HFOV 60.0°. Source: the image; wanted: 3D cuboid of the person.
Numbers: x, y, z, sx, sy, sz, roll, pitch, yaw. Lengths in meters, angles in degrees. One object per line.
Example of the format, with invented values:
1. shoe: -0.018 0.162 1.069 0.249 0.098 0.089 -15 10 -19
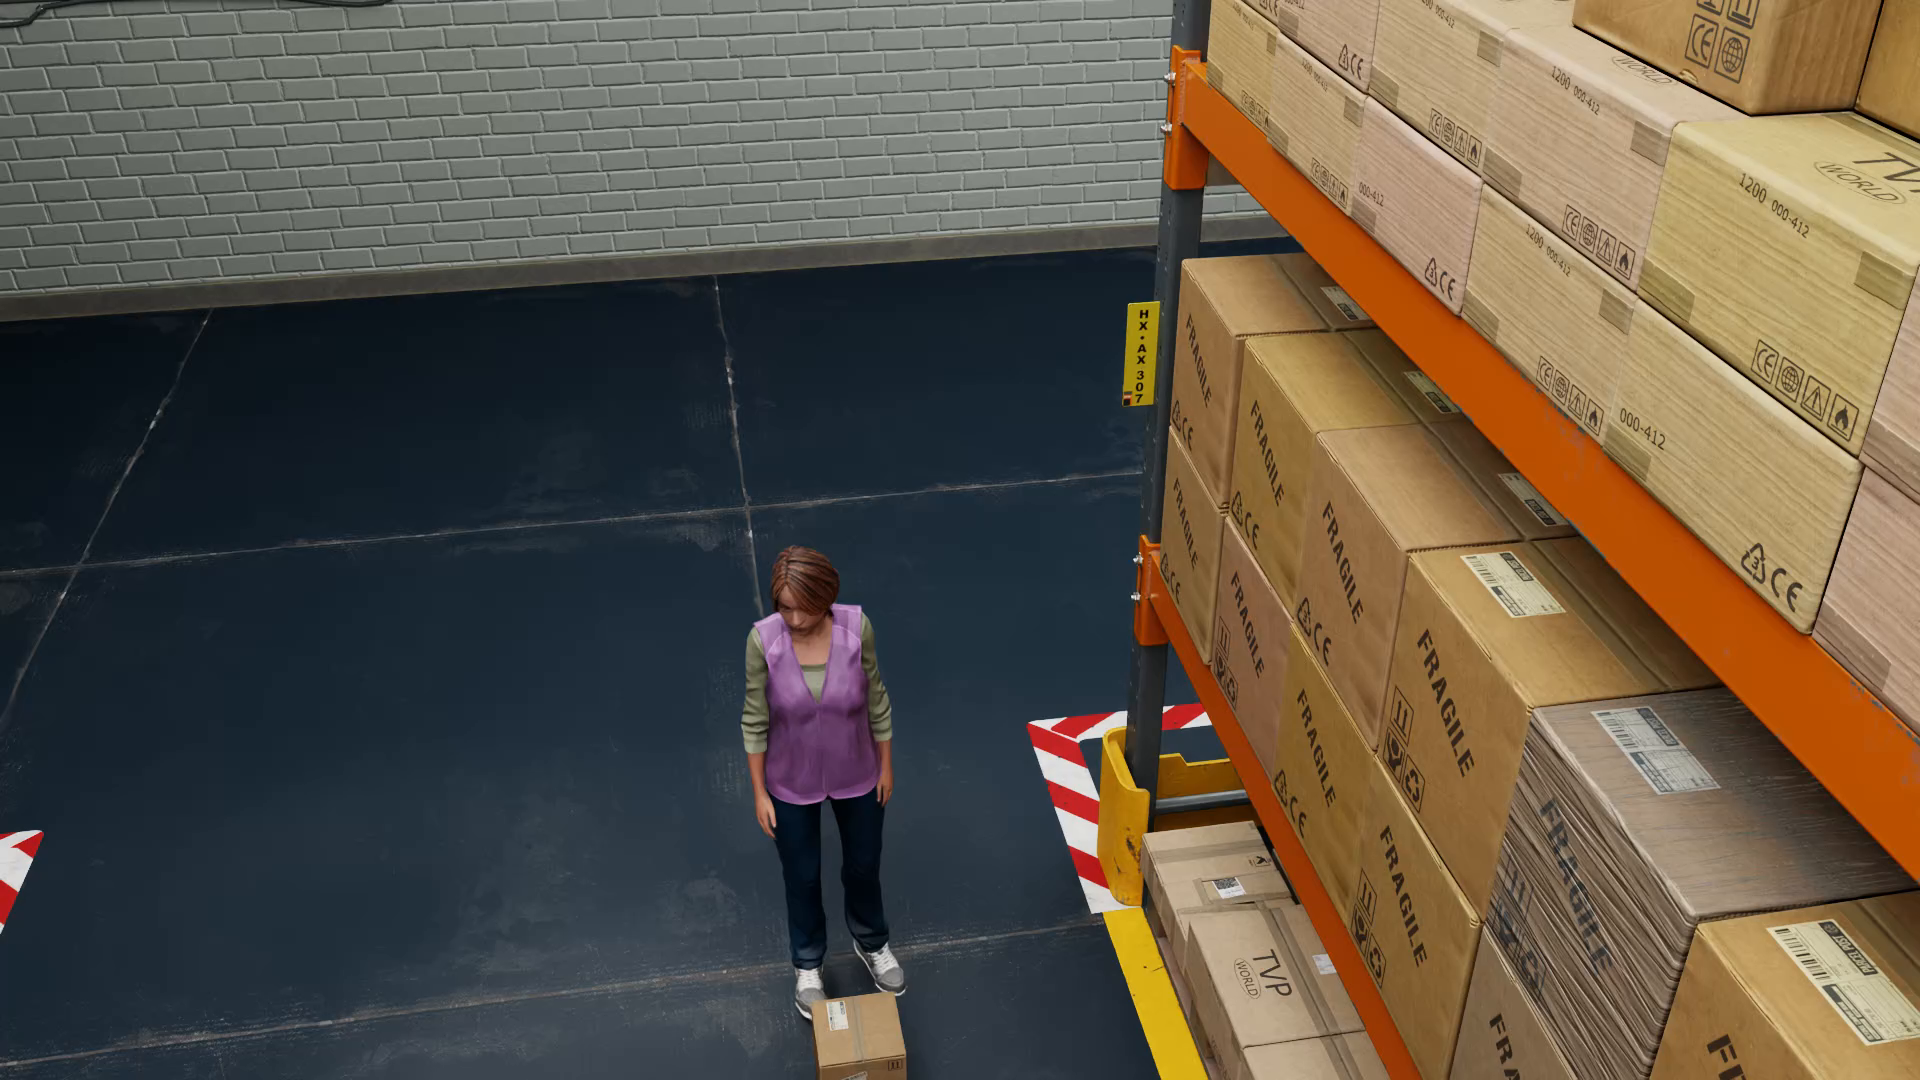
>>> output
1. person: -0.405 0.736 4.931 0.447 1.627 0.348 -7 32 -11
